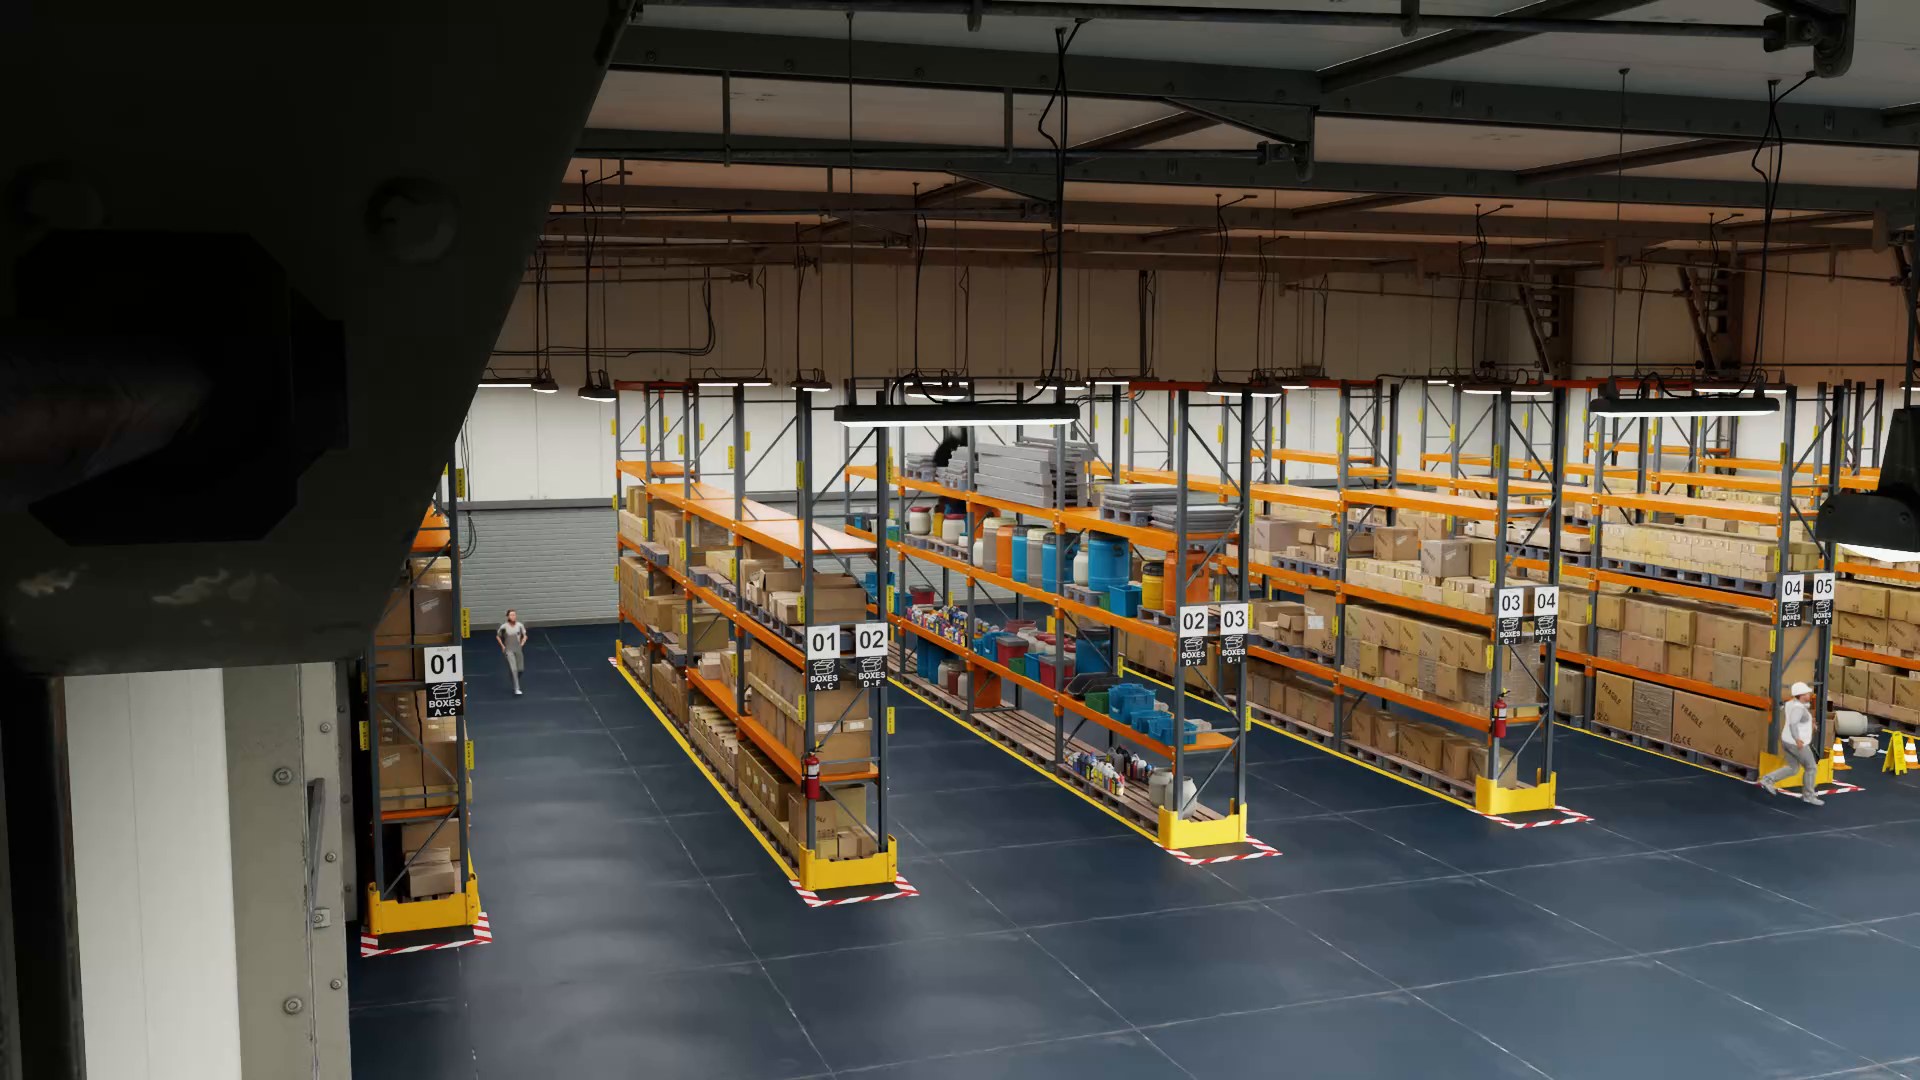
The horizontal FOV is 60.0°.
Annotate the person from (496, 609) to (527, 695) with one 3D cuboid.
[{"bbox_3d":[-8.616,2.136,31.988,0.563,1.632,0.697,-3,7,-29],"label":"person"}]

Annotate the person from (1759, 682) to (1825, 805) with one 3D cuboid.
[{"bbox_3d":[12.044,2.929,23.992,0.885,1.777,0.696,1,6,7],"label":"person"}]
